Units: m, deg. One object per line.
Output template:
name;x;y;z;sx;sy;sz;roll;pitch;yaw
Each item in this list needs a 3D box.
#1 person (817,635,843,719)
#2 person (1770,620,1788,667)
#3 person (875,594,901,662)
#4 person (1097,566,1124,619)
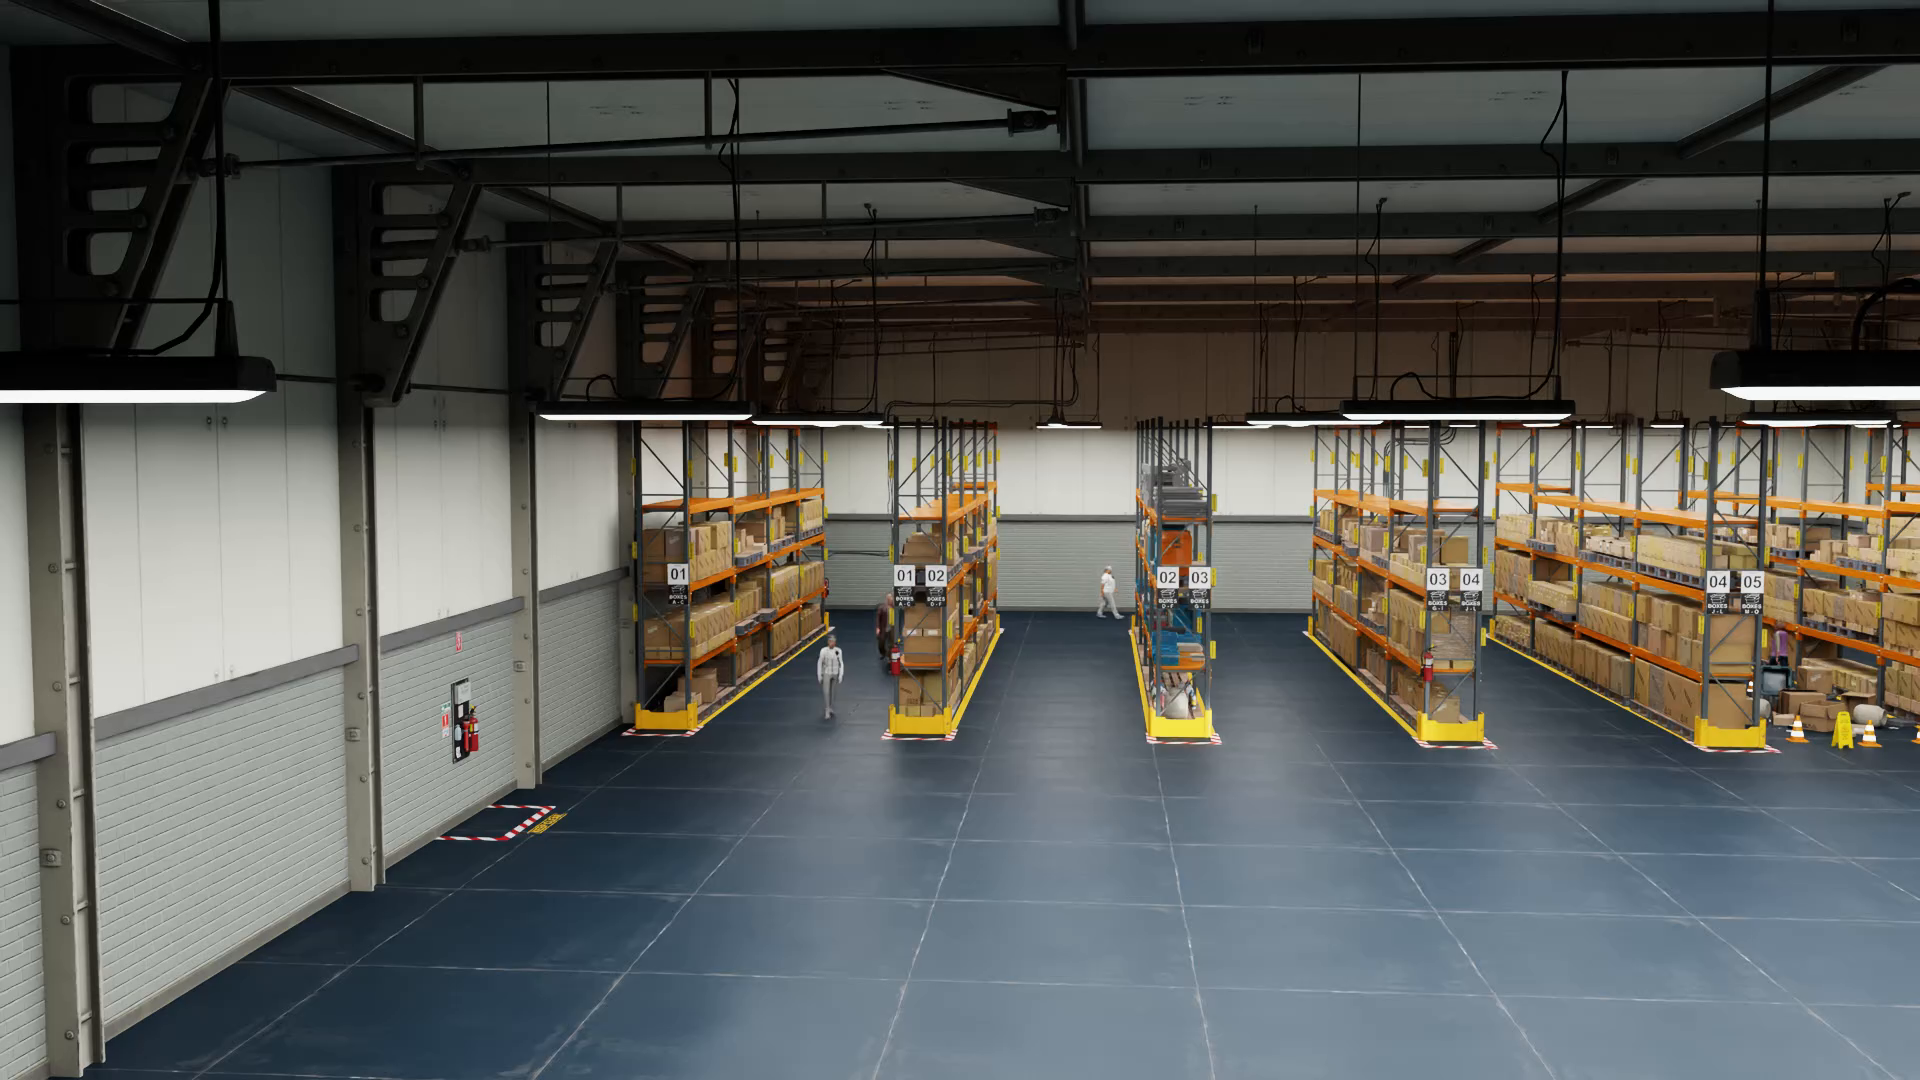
person;-2.583;2.707;33.355;0.504;1.628;0.905;-2;4;-23
person;17.931;2.577;36.327;0.408;1.626;0.622;0;4;-5
person;-1.723;2.085;39.811;0.667;1.577;0.847;-1;4;-13
person;4.599;1.590;50.685;0.980;1.611;0.503;2;4;28
